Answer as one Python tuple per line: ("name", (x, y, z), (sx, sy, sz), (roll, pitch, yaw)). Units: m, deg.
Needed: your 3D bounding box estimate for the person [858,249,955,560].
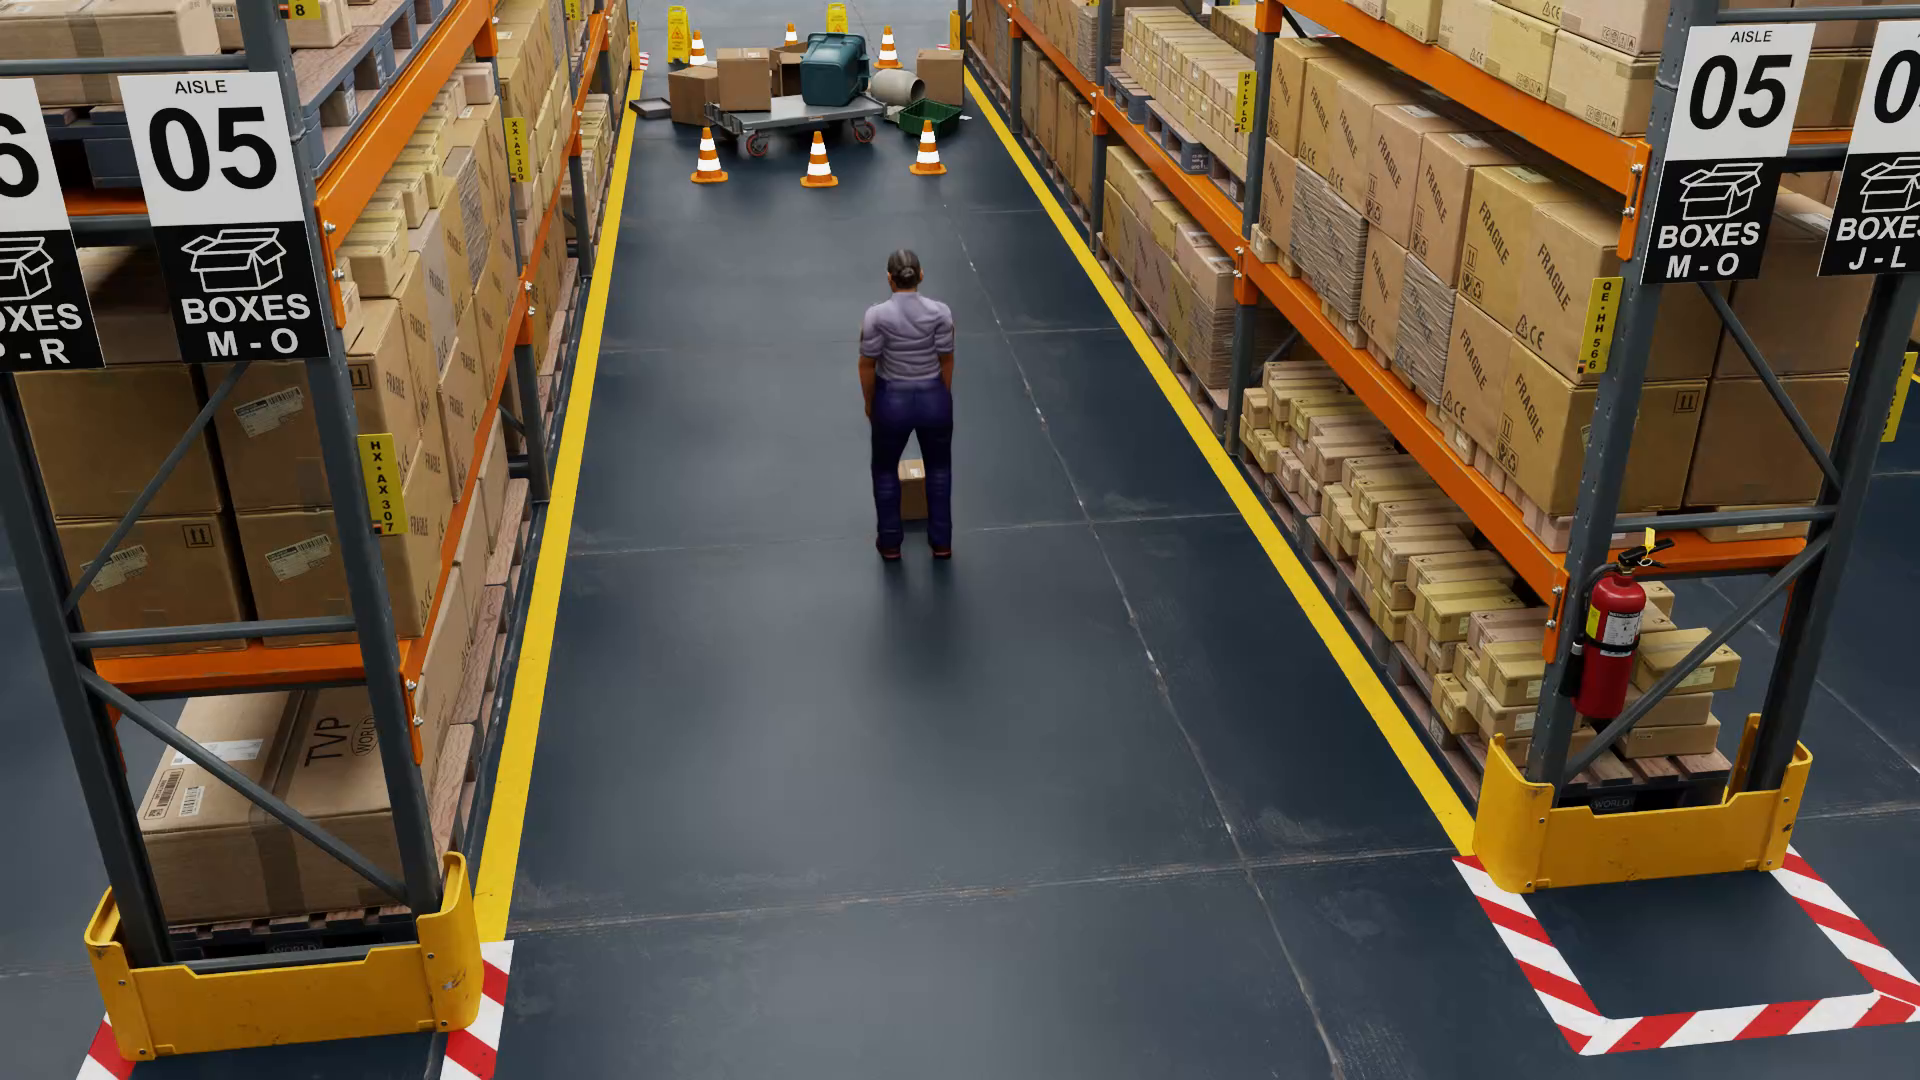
("person", (-0.268, -0.663, 8.450), (0.483, 1.631, 0.349), (-3, 27, -6))
